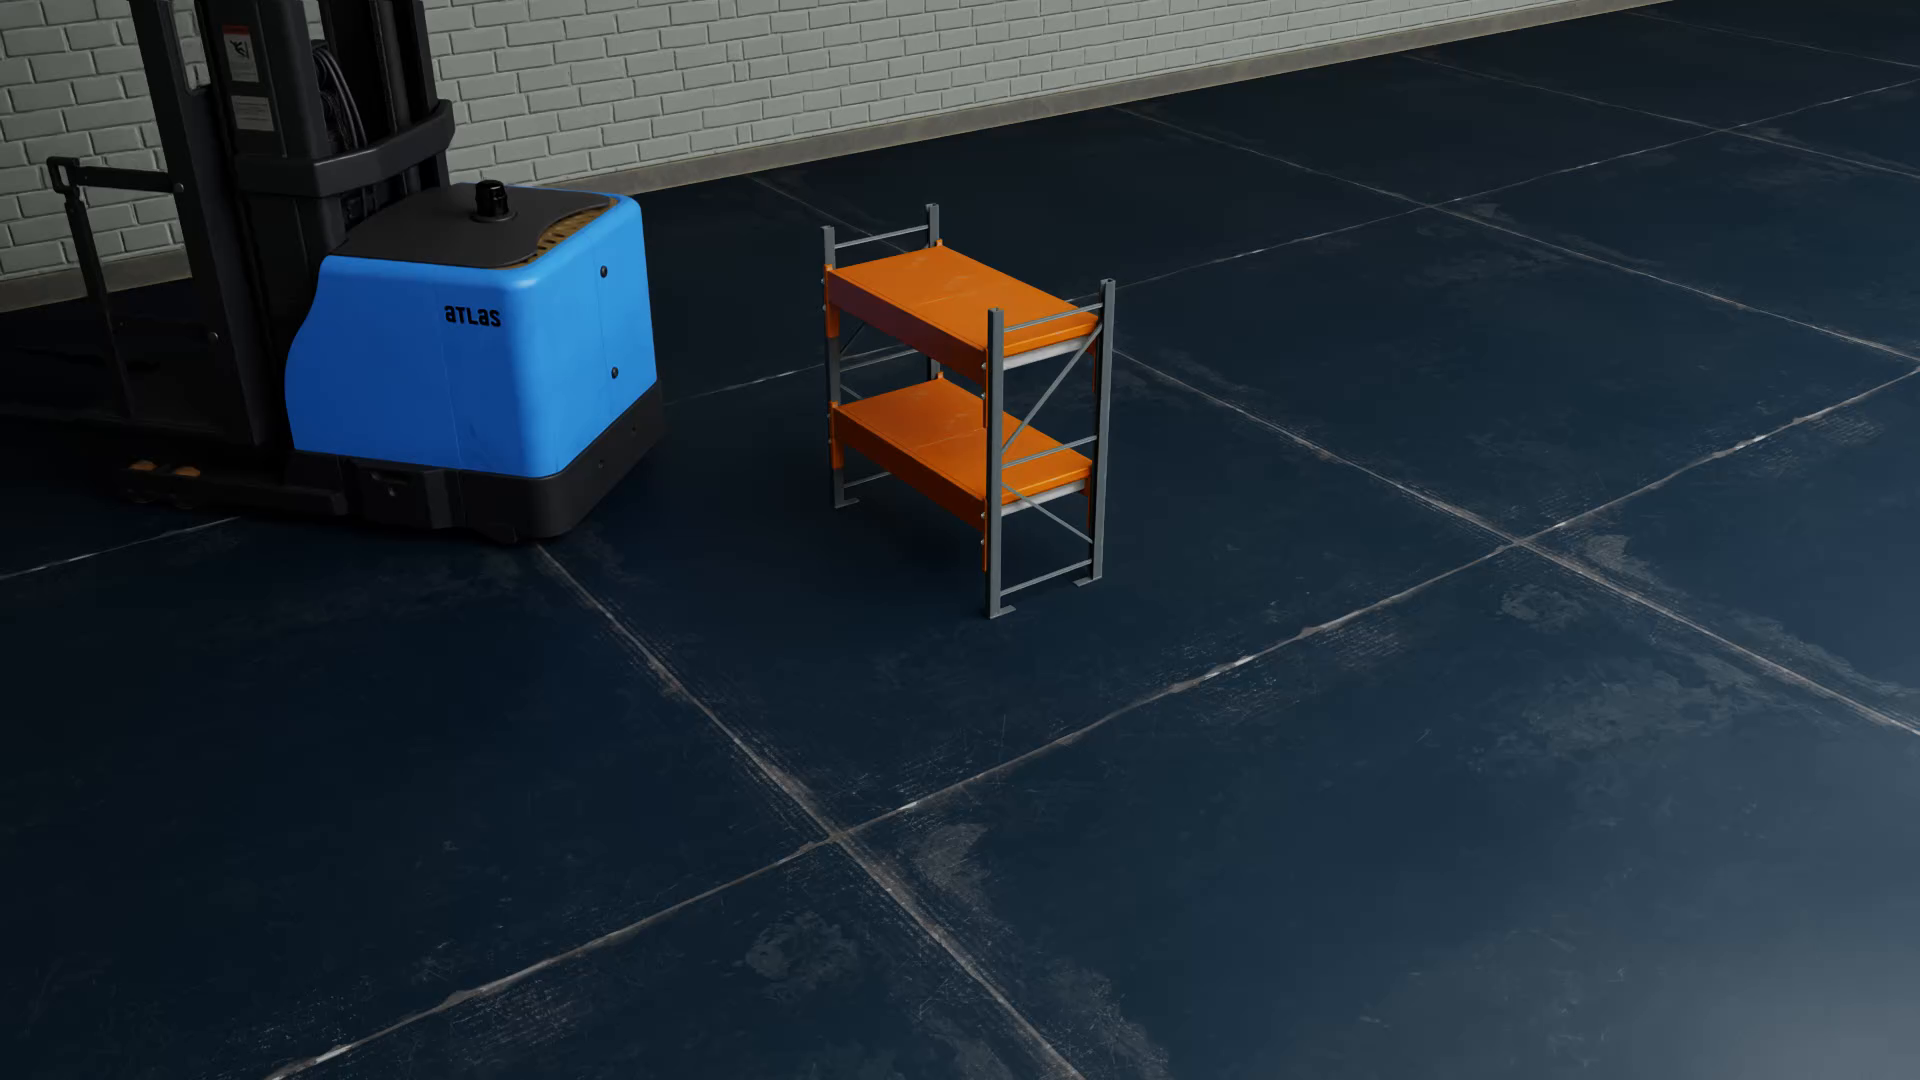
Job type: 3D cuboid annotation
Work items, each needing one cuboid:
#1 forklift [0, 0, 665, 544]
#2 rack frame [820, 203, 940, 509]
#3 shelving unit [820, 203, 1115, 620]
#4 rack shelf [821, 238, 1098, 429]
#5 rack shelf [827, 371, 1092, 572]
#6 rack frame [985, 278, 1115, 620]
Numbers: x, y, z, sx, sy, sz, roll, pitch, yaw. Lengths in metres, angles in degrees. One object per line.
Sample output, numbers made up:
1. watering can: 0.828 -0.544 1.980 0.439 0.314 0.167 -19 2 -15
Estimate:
1. forklift: -2.800 -1.642 6.203 3.031 2.935 1.130 7 29 13
2. rack frame: -0.291 -0.689 6.341 0.500 1.125 0.032 -19 34 -31
3. shelving unit: 0.004 -0.492 5.977 0.538 1.125 1.048 -19 34 -31
4. rack shelf: 0.004 -0.749 5.837 0.538 0.278 1.000 -19 34 -31
5. rack shelf: 0.004 -0.277 6.093 0.538 0.278 1.000 -19 34 -31
6. rack frame: 0.299 -0.294 5.613 0.500 1.125 0.032 -19 34 -31
